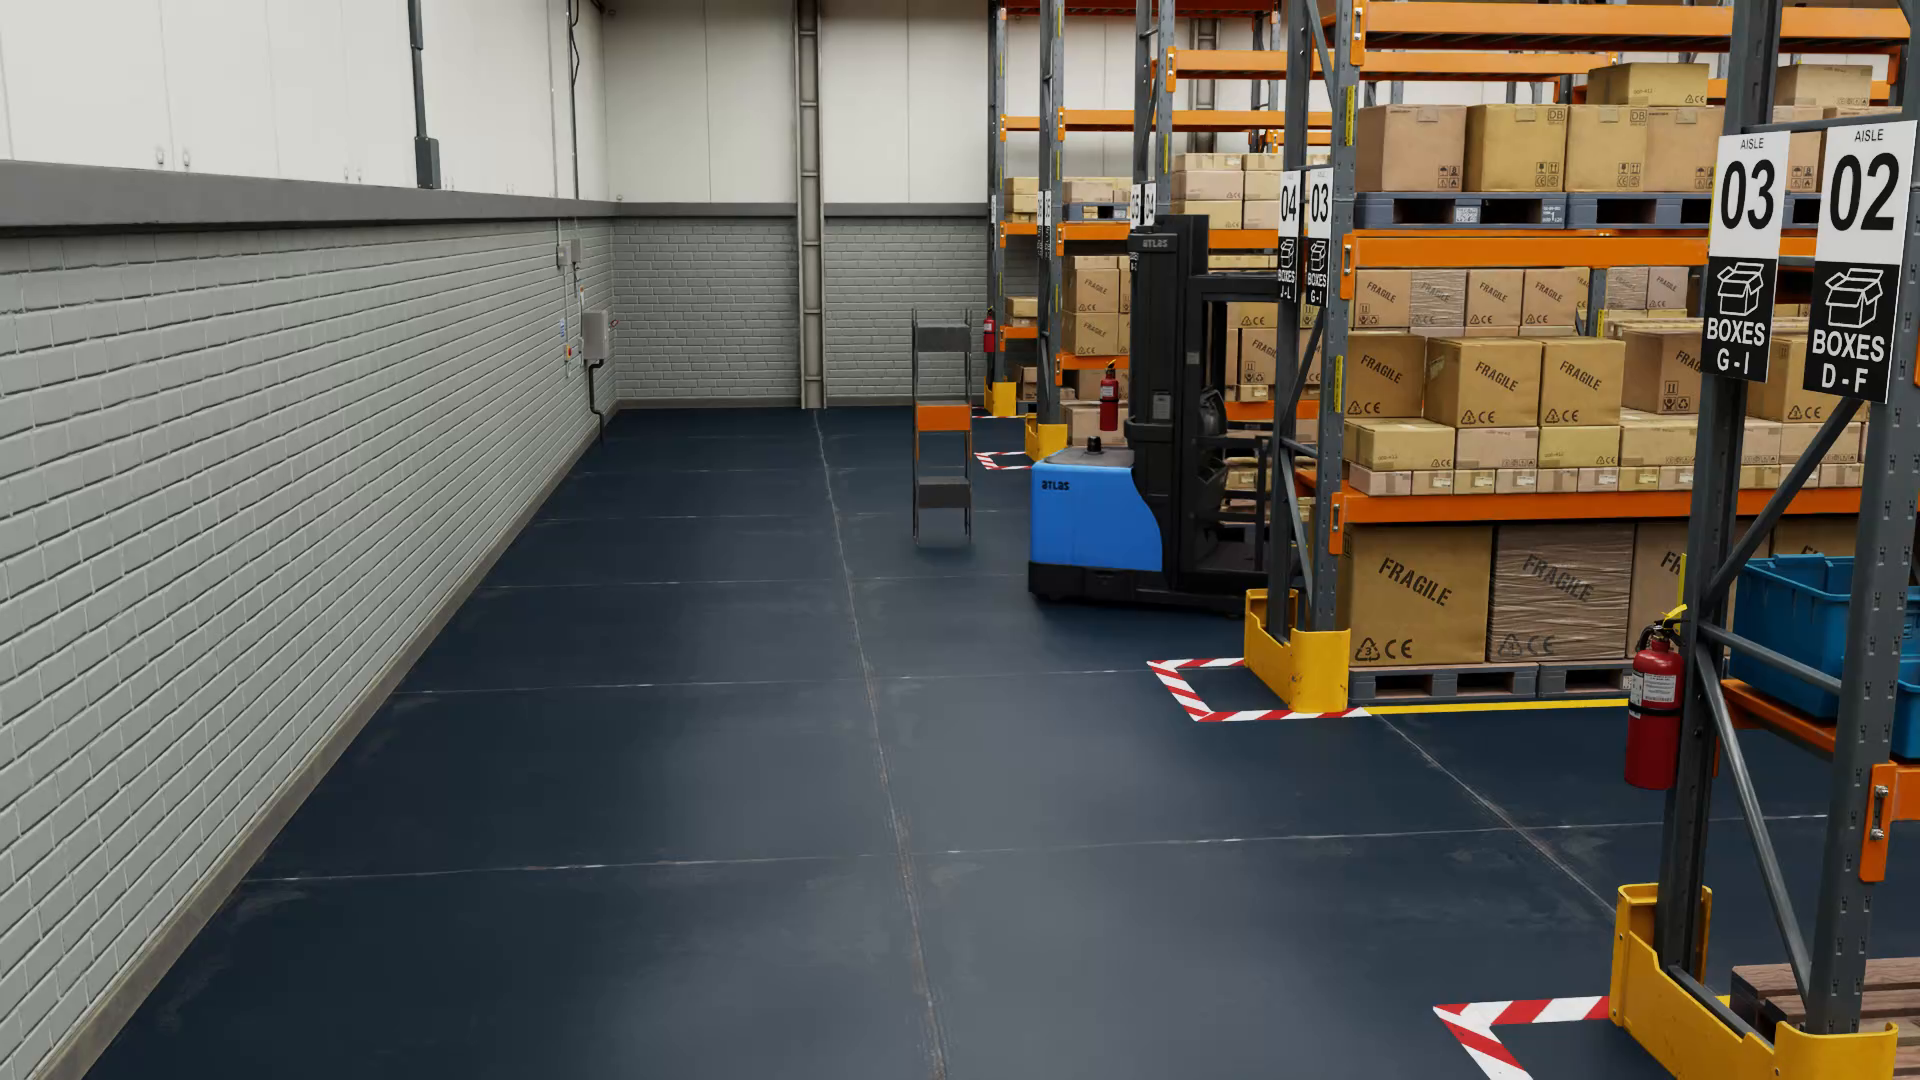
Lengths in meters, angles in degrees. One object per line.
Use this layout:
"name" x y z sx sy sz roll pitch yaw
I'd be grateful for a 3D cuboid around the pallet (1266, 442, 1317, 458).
"pallet" 4.276 -1.161 20.611 1.213 0.211 1.003 -1 11 -6

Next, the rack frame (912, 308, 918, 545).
"rack frame" -0.407 -1.022 15.004 0.015 2.100 0.400 -1 11 -6

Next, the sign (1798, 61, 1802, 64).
"sign" 12.524 -6.986 24.831 0.005 0.325 0.100 -1 11 -6

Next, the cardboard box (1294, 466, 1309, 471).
"cardboard box" 3.019 -0.576 15.161 0.250 0.149 0.380 -2 11 -9

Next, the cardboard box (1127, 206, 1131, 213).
"cardboard box" 2.519 -4.938 24.434 0.500 0.250 0.500 -1 11 -7

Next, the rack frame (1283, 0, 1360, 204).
"rack frame" 2.134 -3.490 9.677 0.127 3.000 1.000 -1 11 -6

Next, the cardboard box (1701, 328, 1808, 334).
"cardboard box" 5.116 -1.101 10.747 0.500 0.500 0.500 -1 11 -6

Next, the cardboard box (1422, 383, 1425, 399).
"cardboard box" 4.115 -1.382 15.154 0.250 0.149 0.380 -1 11 -7

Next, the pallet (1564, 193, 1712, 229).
"pallet" 4.086 -2.019 10.196 1.213 0.211 1.003 -1 11 -6

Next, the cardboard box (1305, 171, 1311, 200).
"cardboard box" 3.185 -3.122 14.673 0.500 0.250 0.500 -1 11 -5

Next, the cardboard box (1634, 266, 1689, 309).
"cardboard box" 8.531 -3.093 20.354 0.500 0.500 0.500 -2 11 -8

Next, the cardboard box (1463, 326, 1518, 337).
"cardboard box" 4.708 -1.704 15.109 0.500 0.500 0.500 -2 11 -8

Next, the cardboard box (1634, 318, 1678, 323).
"cardboard box" 6.577 -2.015 15.742 0.250 0.149 0.380 -2 11 -8

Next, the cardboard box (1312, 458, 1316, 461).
"cardboard box" 3.496 -0.677 15.675 0.250 0.149 0.380 -2 11 -8

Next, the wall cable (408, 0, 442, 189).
"wall cable" -3.860 -5.612 12.129 0.120 5.999 2.277 -1 11 -6

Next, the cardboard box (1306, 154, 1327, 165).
"cardboard box" 3.064 -3.326 14.677 0.250 0.149 0.380 -1 11 -4

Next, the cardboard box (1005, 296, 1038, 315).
"cardboard box" 0.952 -3.532 25.057 0.500 0.250 0.500 -1 11 -4

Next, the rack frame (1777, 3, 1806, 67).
"rack frame" 12.453 -6.593 25.457 0.127 3.000 1.000 -1 11 -6

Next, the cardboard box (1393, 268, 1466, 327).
"cardboard box" 4.213 -2.188 14.979 0.500 0.500 0.500 -1 11 -5

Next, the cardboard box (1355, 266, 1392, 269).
"cardboard box" 3.672 -2.278 15.437 0.500 0.500 0.500 -2 11 -8

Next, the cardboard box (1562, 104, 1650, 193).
"cardboard box" 3.726 -2.353 10.058 0.500 0.500 0.700 -2 11 -10

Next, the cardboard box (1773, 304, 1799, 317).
"cardboard box" 10.006 -2.992 20.575 0.500 0.500 0.500 -1 11 -3

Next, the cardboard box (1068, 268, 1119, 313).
"cardboard box" 1.571 -2.942 19.589 0.500 0.500 0.500 -1 11 -7

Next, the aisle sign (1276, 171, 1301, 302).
"aisle sign" 2.030 -1.878 10.290 0.004 0.787 0.394 -1 11 -6

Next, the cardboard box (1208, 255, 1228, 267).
"cardboard box" 2.992 -3.284 19.644 0.250 0.149 0.380 -1 11 -7

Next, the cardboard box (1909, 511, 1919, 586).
"cardboard box" 6.744 0.189 10.931 0.875 0.875 1.225 -1 11 -6

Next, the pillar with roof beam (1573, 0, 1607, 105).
"pillar with roof beam" 10.140 -5.884 21.851 0.548 9.000 9.100 -1 11 -6

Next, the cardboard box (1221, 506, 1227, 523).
"cardboard box" 2.254 -0.257 15.082 0.250 0.149 0.380 -1 11 -5

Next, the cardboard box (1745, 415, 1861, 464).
"cardboard box" 5.185 -0.632 10.305 0.500 0.250 0.500 -1 11 -4

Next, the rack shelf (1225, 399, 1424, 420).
"rack shelf" 3.687 -1.189 15.386 4.000 0.370 1.077 -1 11 -6

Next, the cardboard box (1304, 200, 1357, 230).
"cardboard box" 3.207 -2.882 14.746 0.500 0.250 0.500 -2 11 -8

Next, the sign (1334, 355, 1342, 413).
"sign" 2.188 -0.904 9.622 0.005 0.325 0.100 -1 11 -6

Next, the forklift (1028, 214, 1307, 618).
"forklift" 2.104 -0.964 12.554 3.031 2.935 1.130 4 12 18

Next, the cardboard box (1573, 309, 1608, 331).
"cardboard box" 7.546 -2.701 20.305 0.500 0.250 0.500 -1 11 -8

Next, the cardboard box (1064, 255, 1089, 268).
"cardboard box" 1.399 -3.351 19.987 0.250 0.149 0.380 -1 11 -5

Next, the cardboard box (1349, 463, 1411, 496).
"cardboard box" 2.522 -0.368 9.995 0.250 0.149 0.380 -1 11 -5

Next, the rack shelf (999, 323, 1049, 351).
"rack shelf" 2.512 -3.088 25.045 4.000 0.370 1.077 -1 11 -6

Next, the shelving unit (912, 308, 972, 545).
"shelving unit" -0.165 -1.027 15.030 0.503 2.100 0.431 -1 11 -6

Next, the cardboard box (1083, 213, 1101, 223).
"cardboard box" 1.899 -4.715 24.331 0.250 0.149 0.380 -1 11 -6

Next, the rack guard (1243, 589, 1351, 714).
"rack guard" 2.110 0.680 10.494 0.348 0.500 1.175 -1 11 -6

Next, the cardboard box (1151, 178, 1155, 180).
"cardboard box" 3.016 -5.194 24.440 0.500 0.250 0.500 -1 11 -5

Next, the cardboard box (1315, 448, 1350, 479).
"cardboard box" 2.452 -0.494 10.639 0.250 0.149 0.380 -1 11 -5

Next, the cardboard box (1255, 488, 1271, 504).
"cardboard box" 2.759 -0.432 15.201 0.250 0.149 0.380 -1 11 -5

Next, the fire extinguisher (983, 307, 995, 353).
"fire extinguisher" 0.427 -3.086 24.341 0.183 0.674 0.296 -1 11 -6

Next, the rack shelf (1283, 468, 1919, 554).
"rack shelf" 4.122 -0.235 10.537 4.000 0.370 1.077 -1 11 -6

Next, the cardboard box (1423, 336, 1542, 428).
"cardboard box" 3.137 -0.956 10.009 0.500 0.500 0.500 -1 11 -7

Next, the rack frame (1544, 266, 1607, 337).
"rack frame" 5.675 -1.583 15.528 0.127 3.000 1.000 -1 11 -6

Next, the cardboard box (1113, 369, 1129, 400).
"cardboard box" 2.532 -2.375 24.948 0.500 0.500 0.500 -1 11 -5

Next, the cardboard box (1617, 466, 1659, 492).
"cardboard box" 4.051 -0.400 10.160 0.250 0.149 0.380 -1 11 -8

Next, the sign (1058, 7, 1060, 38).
"sign" 1.117 -5.820 18.696 0.005 0.325 0.100 -1 11 -6
